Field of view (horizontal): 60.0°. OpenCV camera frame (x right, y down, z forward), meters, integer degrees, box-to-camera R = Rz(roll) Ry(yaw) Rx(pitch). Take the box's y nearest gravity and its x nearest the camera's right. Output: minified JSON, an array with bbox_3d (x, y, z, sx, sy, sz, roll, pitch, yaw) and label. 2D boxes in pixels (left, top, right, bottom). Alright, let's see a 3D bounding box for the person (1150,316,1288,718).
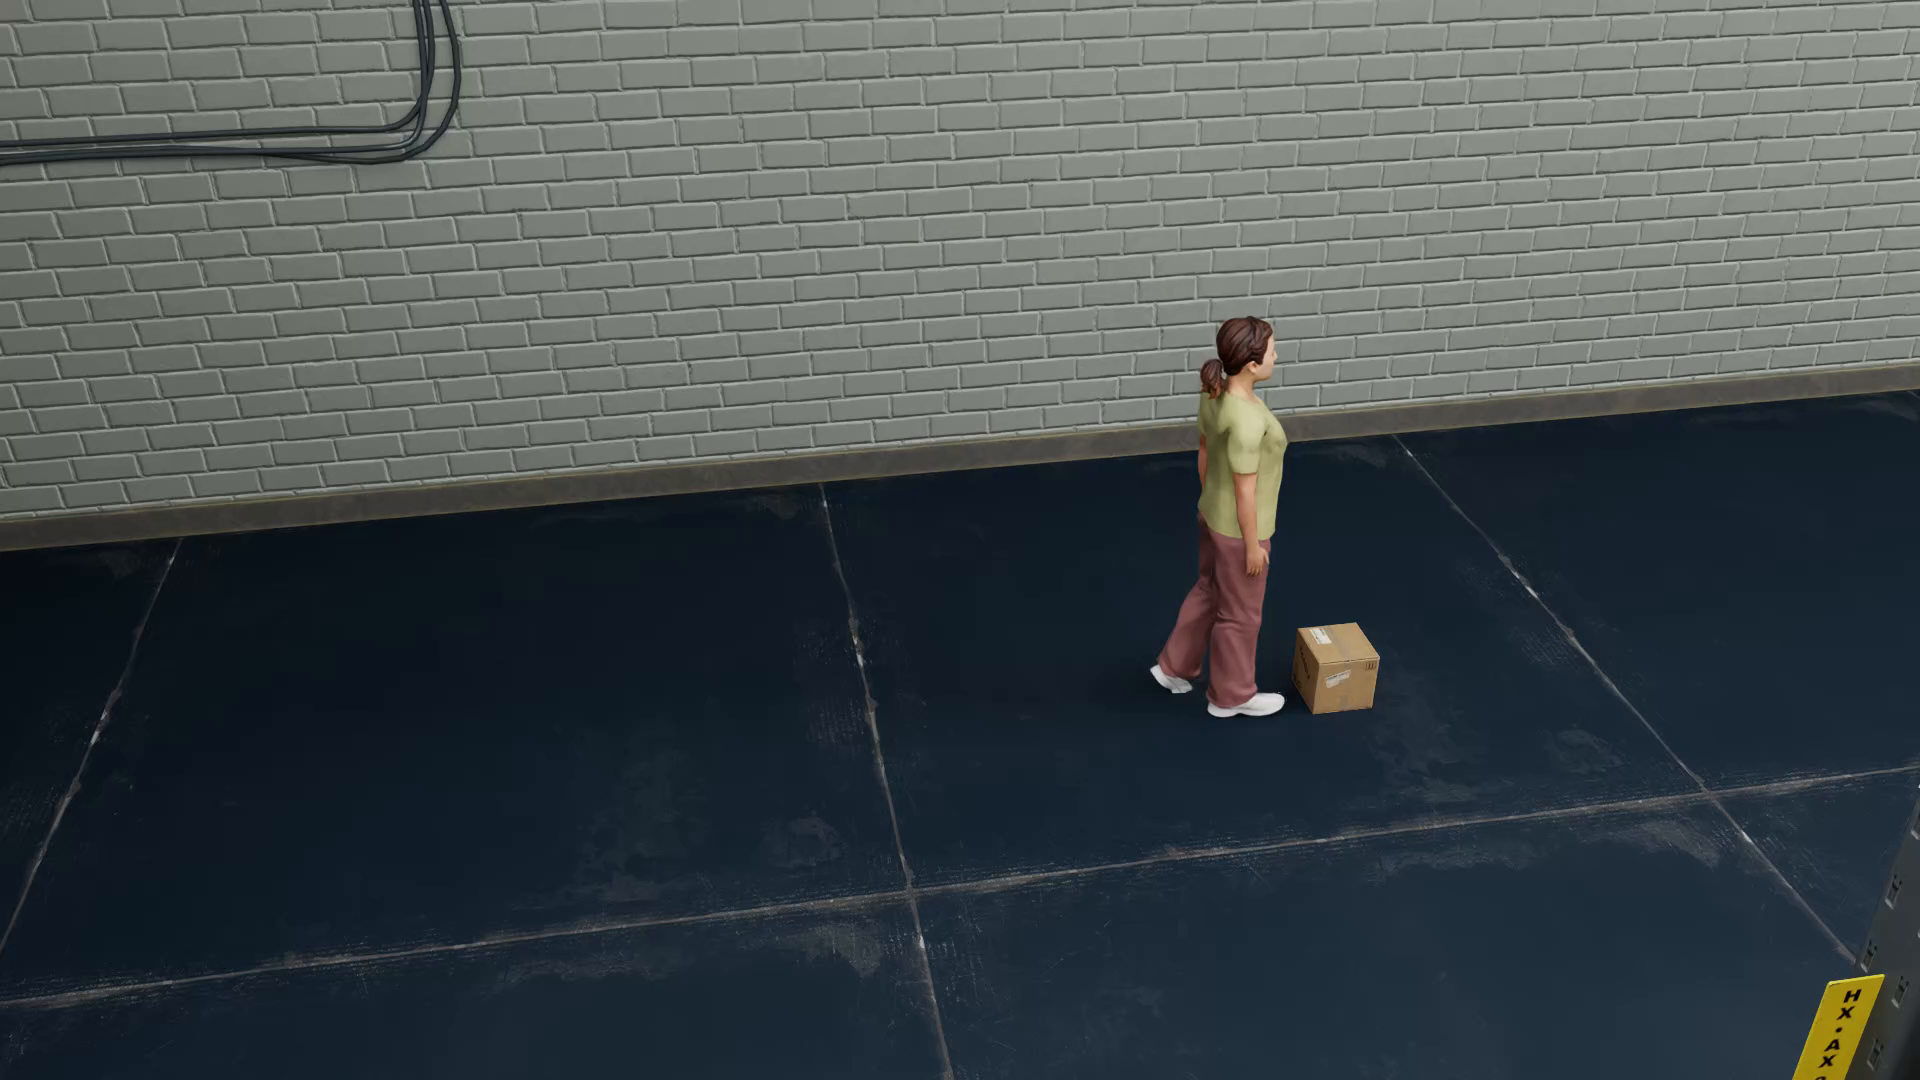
[{"bbox_3d":[1.034,-0.025,6.243,0.498,1.739,0.451,-5,31,-9],"label":"person"}]
